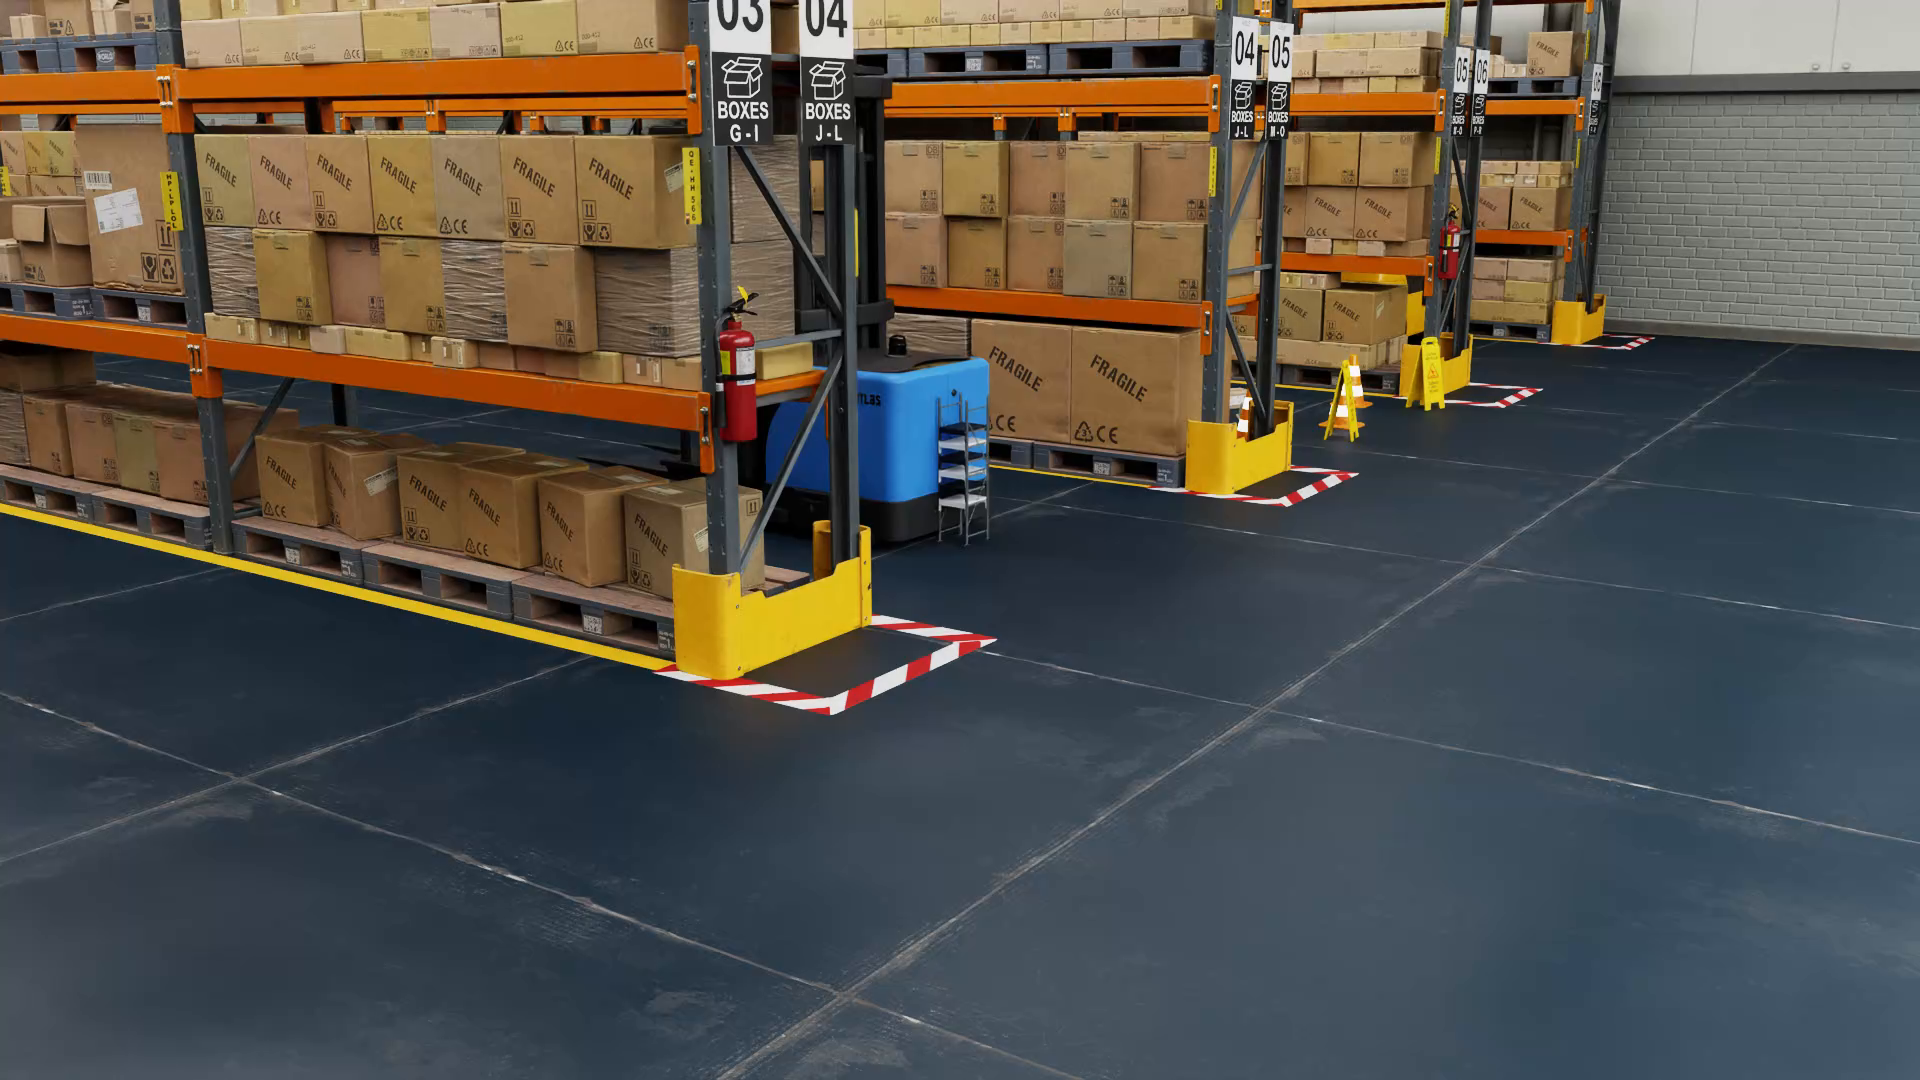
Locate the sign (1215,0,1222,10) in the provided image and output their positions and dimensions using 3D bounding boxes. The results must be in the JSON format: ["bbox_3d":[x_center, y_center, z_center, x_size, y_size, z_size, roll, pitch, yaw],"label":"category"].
[{"bbox_3d":[1.701,-3.646,10.888,0.005,0.325,0.100,9,17,33],"label":"sign"}]

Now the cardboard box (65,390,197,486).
[{"bbox_3d":[-5.503,-0.695,11.175,0.500,0.500,0.700,8,16,28],"label":"cardboard box"}]

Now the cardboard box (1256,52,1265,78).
[{"bbox_3d":[2.849,-4.651,16.321,0.500,0.250,0.500,9,17,33],"label":"cardboard box"}]

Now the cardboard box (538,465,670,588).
[{"bbox_3d":[-1.860,-0.080,8.733,0.500,0.500,0.500,-12,18,-39],"label":"cardboard box"}]

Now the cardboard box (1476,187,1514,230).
[{"bbox_3d":[6.481,-4.029,20.148,0.500,0.500,0.500,10,17,35],"label":"cardboard box"}]

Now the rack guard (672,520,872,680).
[{"bbox_3d":[-0.899,0.274,8.176,0.348,0.500,1.175,9,17,33],"label":"rack guard"}]

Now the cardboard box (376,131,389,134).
[{"bbox_3d":[-8.033,-5.718,23.542,0.250,0.149,0.380,10,17,35],"label":"cardboard box"}]

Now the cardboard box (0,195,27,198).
[{"bbox_3d":[-7.004,-2.190,11.846,0.500,0.500,0.500,7,15,26],"label":"cardboard box"}]

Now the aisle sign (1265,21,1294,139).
[{"bbox_3d":[2.242,-3.217,11.666,0.004,0.787,0.394,9,17,33],"label":"aisle sign"}]

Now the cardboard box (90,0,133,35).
[{"bbox_3d":[-4.991,-3.166,10.036,0.258,0.266,0.396,10,17,35],"label":"cardboard box"}]

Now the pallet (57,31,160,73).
[{"bbox_3d":[-4.608,-2.935,10.084,1.003,0.211,1.213,9,17,33],"label":"pallet"}]

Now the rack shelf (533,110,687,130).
[{"bbox_3d":[-3.603,-5.353,20.960,4.000,0.370,1.077,9,17,33],"label":"rack shelf"}]

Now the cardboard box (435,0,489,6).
[{"bbox_3d":[-2.316,-2.657,8.054,0.250,0.149,0.380,8,16,30],"label":"cardboard box"}]

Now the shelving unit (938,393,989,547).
[{"bbox_3d":[0.023,-0.431,10.192,0.210,0.900,0.258,10,17,35],"label":"shelving unit"}]

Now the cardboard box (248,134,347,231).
[{"bbox_3d":[-3.508,-1.966,9.116,0.500,0.500,0.500,9,17,33],"label":"cardboard box"}]

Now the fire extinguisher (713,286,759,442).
[{"bbox_3d":[-0.999,-0.784,7.411,0.183,0.674,0.296,9,17,33],"label":"fire extinguisher"}]

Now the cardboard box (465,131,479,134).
[{"bbox_3d":[-6.504,-5.490,22.621,0.250,0.149,0.380,9,17,32],"label":"cardboard box"}]

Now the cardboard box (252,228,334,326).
[{"bbox_3d":[-3.421,-1.512,9.361,0.500,0.500,0.875,9,17,33],"label":"cardboard box"}]

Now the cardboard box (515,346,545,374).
[{"bbox_3d":[-2.014,-0.940,8.400,0.250,0.149,0.380,9,17,33],"label":"cardboard box"}]

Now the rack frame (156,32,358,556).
[{"bbox_3d":[-4.155,-1.466,10.002,0.127,3.000,1.000,9,17,33],"label":"rack frame"}]

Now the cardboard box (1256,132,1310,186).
[{"bbox_3d":[3.252,-3.726,16.223,0.500,0.500,0.700,9,16,32],"label":"cardboard box"}]

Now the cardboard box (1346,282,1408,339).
[{"bbox_3d":[4.159,-2.305,16.679,0.500,0.500,0.500,9,16,31],"label":"cardboard box"}]

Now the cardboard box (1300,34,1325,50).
[{"bbox_3d":[3.454,-4.764,15.947,0.250,0.149,0.380,9,17,33],"label":"cardboard box"}]

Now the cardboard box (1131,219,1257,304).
[{"bbox_3d":[1.682,-2.018,11.921,0.550,0.550,0.875,9,17,33],"label":"cardboard box"}]

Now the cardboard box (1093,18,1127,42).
[{"bbox_3d":[1.129,-3.536,11.565,0.250,0.149,0.380,9,17,34],"label":"cardboard box"}]

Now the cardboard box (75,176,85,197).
[{"bbox_3d":[-9.758,-3.926,19.113,0.500,0.500,0.500,9,16,31],"label":"cardboard box"}]

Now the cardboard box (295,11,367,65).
[{"bbox_3d":[-3.077,-2.599,8.649,0.500,0.250,0.500,8,16,31],"label":"cardboard box"}]

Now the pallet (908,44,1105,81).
[{"bbox_3d":[0.378,-3.579,12.479,1.213,0.211,1.003,9,17,33],"label":"pallet"}]

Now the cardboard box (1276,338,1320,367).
[{"bbox_3d":[3.448,-1.900,16.605,0.500,0.250,0.500,9,17,33],"label":"cardboard box"}]

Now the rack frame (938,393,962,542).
[{"bbox_3d":[-0.059,-0.446,10.250,0.006,0.900,0.240,10,17,35],"label":"rack frame"}]

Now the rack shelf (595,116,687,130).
[{"bbox_3d":[-4.155,-6.880,27.127,4.000,0.370,1.077,9,17,33],"label":"rack shelf"}]

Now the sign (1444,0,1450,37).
[{"bbox_3d":[4.368,-4.683,14.914,0.005,0.325,0.100,9,17,33],"label":"sign"}]

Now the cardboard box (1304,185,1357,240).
[{"bbox_3d":[3.677,-3.184,16.116,0.500,0.500,0.500,9,17,33],"label":"cardboard box"}]

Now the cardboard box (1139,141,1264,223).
[{"bbox_3d":[1.729,-2.559,11.859,0.550,0.550,0.875,9,17,33],"label":"cardboard box"}]

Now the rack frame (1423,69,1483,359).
[{"bbox_3d":[4.694,-2.905,15.817,0.127,3.000,1.000,9,17,33],"label":"rack frame"}]

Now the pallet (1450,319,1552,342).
[{"bbox_3d":[6.804,-2.636,20.532,1.213,0.211,1.003,9,17,33],"label":"pallet"}]

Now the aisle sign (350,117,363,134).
[{"bbox_3d":[-8.803,-6.265,23.978,0.004,0.787,0.394,9,17,33],"label":"aisle sign"}]

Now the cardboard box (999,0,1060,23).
[{"bbox_3d":[0.623,-3.829,11.919,0.500,0.250,0.500,9,17,32],"label":"cardboard box"}]

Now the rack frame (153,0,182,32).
[{"bbox_3d":[-4.155,-4.378,9.281,0.127,3.000,1.000,9,17,33],"label":"rack frame"}]

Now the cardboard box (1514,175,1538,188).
[{"bbox_3d":[6.789,-4.278,19.804,0.250,0.149,0.380,9,17,34],"label":"cardboard box"}]

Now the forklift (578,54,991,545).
[{"bbox_3d":[-1.290,-1.647,10.879,3.031,2.935,1.130,10,17,35],"label":"forklift"}]

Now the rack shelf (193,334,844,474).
[{"bbox_3d":[-2.496,-0.848,9.005,4.000,0.370,1.077,9,17,33],"label":"rack shelf"}]

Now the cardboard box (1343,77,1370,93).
[{"bbox_3d":[3.816,-4.301,15.734,0.250,0.149,0.380,10,17,34],"label":"cardboard box"}]

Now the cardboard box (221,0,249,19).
[{"bbox_3d":[-3.799,-2.915,9.098,0.250,0.149,0.380,8,16,30],"label":"cardboard box"}]

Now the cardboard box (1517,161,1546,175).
[{"bbox_3d":[6.825,-4.436,19.824,0.250,0.149,0.380,9,17,33],"label":"cardboard box"}]

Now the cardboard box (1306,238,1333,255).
[{"bbox_3d":[3.561,-2.870,16.196,0.250,0.149,0.380,10,17,34],"label":"cardboard box"}]

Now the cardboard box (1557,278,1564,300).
[{"bbox_3d":[7.187,-3.112,20.459,0.500,0.250,0.500,10,17,34],"label":"cardboard box"}]

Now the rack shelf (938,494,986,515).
[{"bbox_3d":[0.023,-0.224,10.243,0.200,0.077,0.258,10,17,35],"label":"rack shelf"}]

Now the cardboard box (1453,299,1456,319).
[{"bbox_3d":[6.078,-2.902,20.652,0.500,0.250,0.500,9,17,33],"label":"cardboard box"}]

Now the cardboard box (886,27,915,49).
[{"bbox_3d":[-0.346,-3.775,12.529,0.250,0.149,0.380,9,16,32],"label":"cardboard box"}]

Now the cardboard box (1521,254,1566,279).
[{"bbox_3d":[7.168,-3.352,20.389,0.500,0.250,0.500,9,16,32],"label":"cardboard box"}]

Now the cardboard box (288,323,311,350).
[{"bbox_3d":[-3.509,-1.159,9.286,0.250,0.149,0.380,9,17,33],"label":"cardboard box"}]
